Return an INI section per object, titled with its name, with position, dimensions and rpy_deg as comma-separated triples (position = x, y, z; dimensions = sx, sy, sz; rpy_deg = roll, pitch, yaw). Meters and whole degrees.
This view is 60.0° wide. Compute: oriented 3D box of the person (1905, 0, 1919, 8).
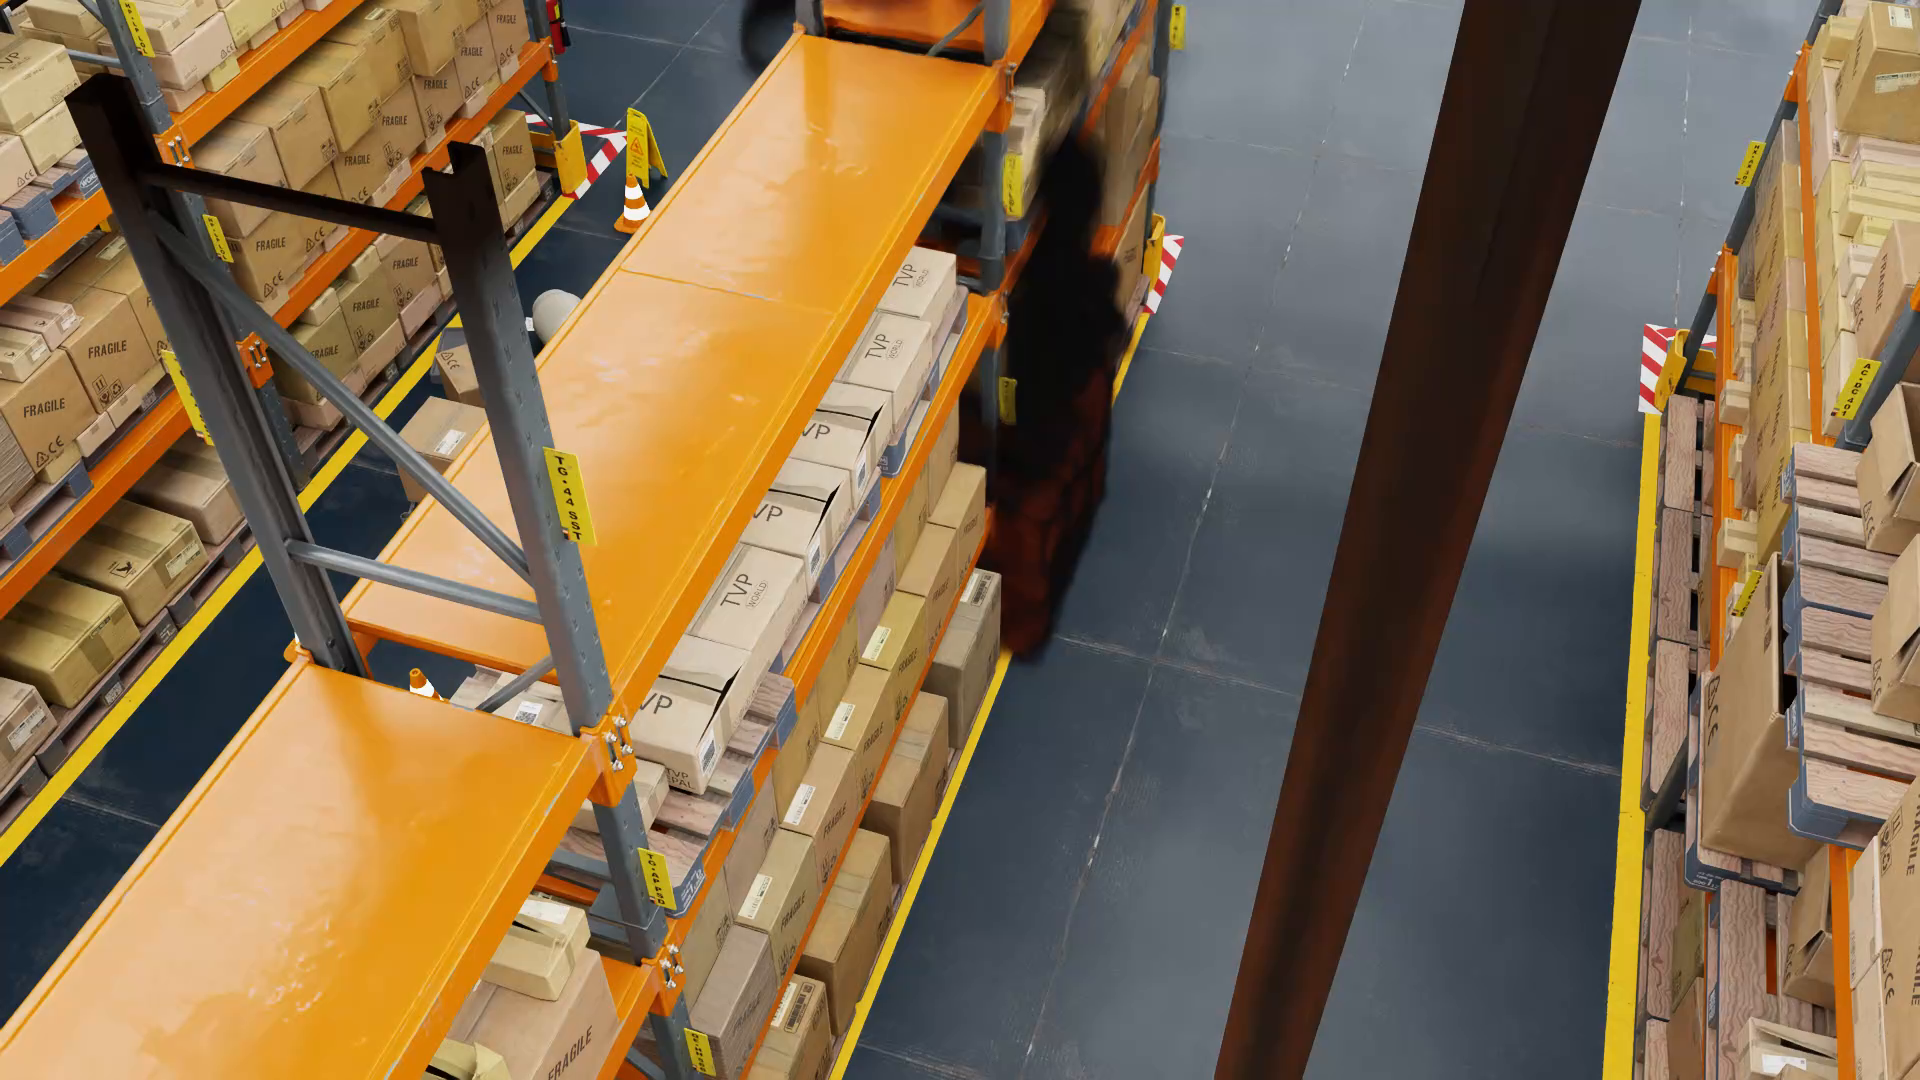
[person]
position = 8.684, -4.857, 14.644
dimensions = 0.888, 1.769, 0.655
rpy_deg = 27, 52, 24
